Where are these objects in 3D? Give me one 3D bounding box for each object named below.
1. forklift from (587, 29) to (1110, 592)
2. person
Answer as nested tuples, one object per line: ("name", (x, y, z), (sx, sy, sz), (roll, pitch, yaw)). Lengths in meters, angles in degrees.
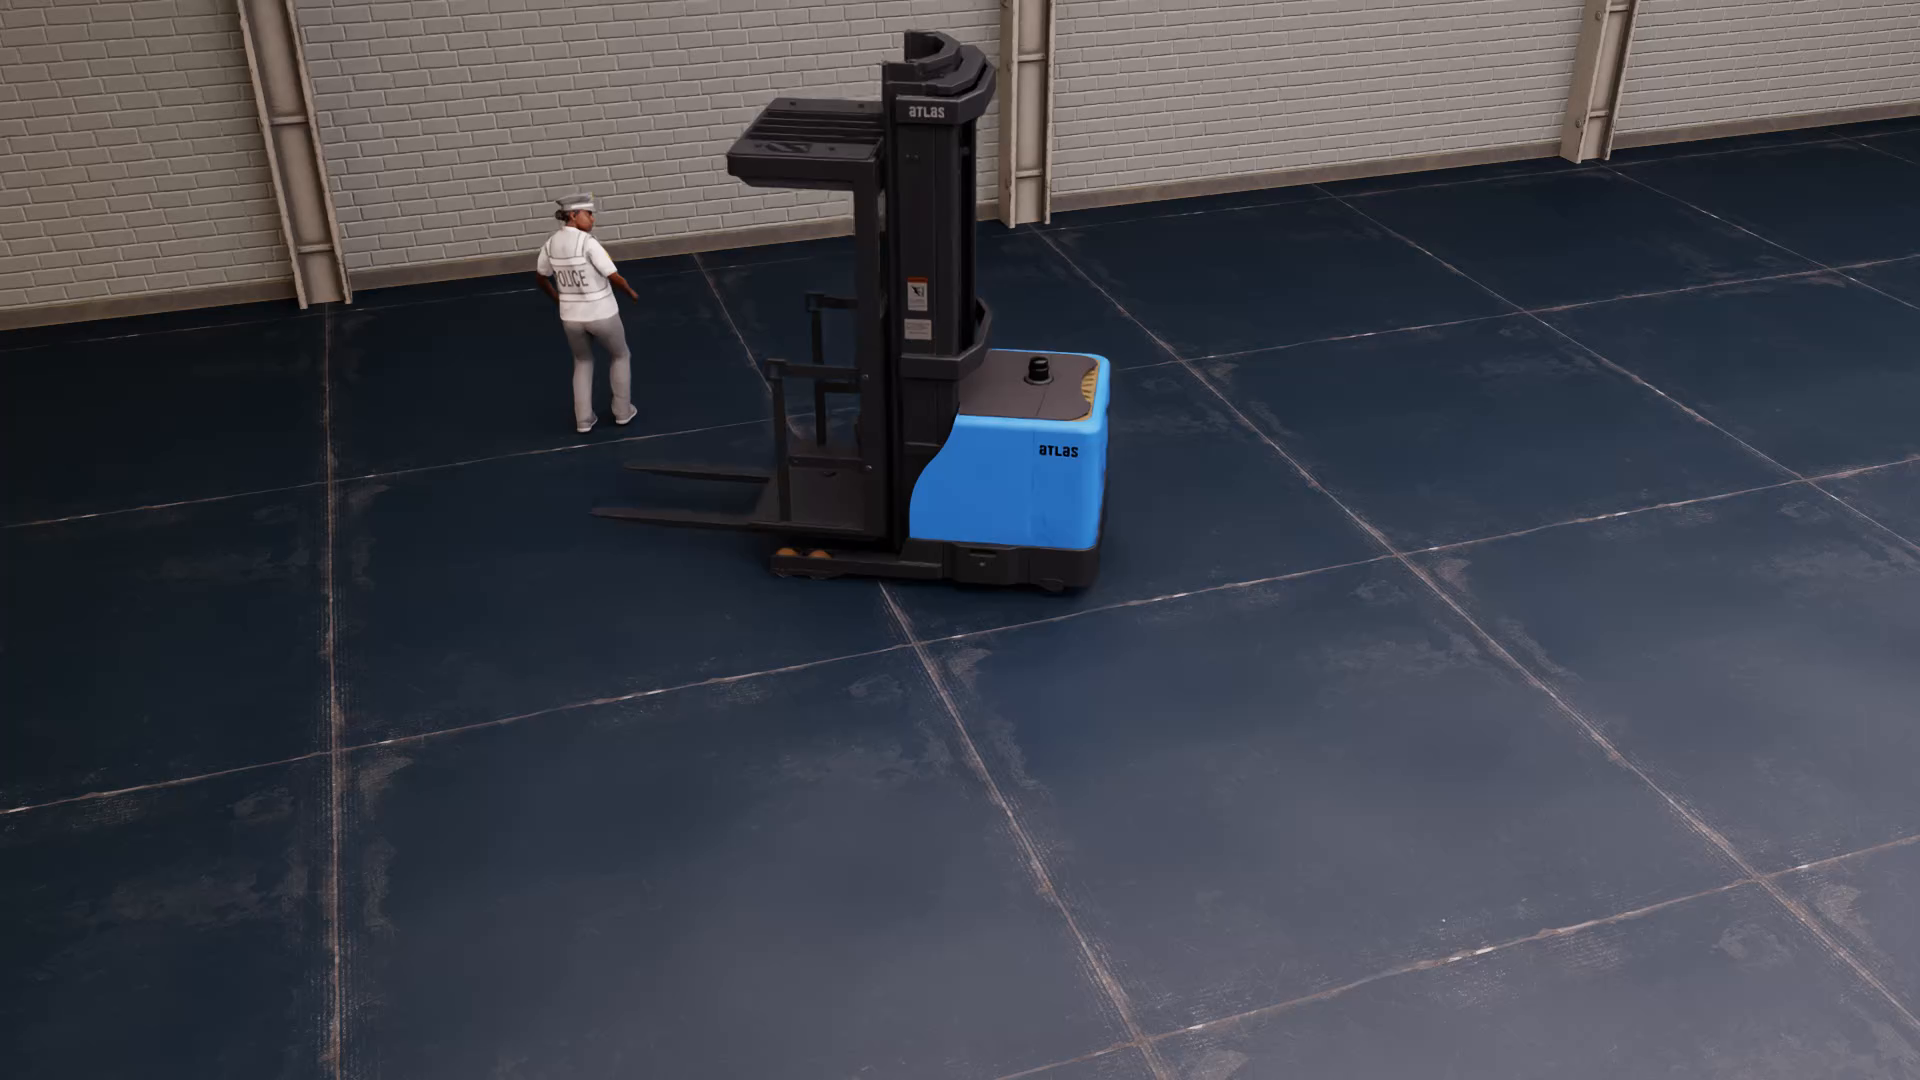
("forklift", (-0.665, -1.296, 9.340), (3.031, 2.935, 1.130), (4, 30, 7))
("person", (-2.467, -1.511, 11.036), (0.662, 1.631, 0.491), (7, 31, 12))
